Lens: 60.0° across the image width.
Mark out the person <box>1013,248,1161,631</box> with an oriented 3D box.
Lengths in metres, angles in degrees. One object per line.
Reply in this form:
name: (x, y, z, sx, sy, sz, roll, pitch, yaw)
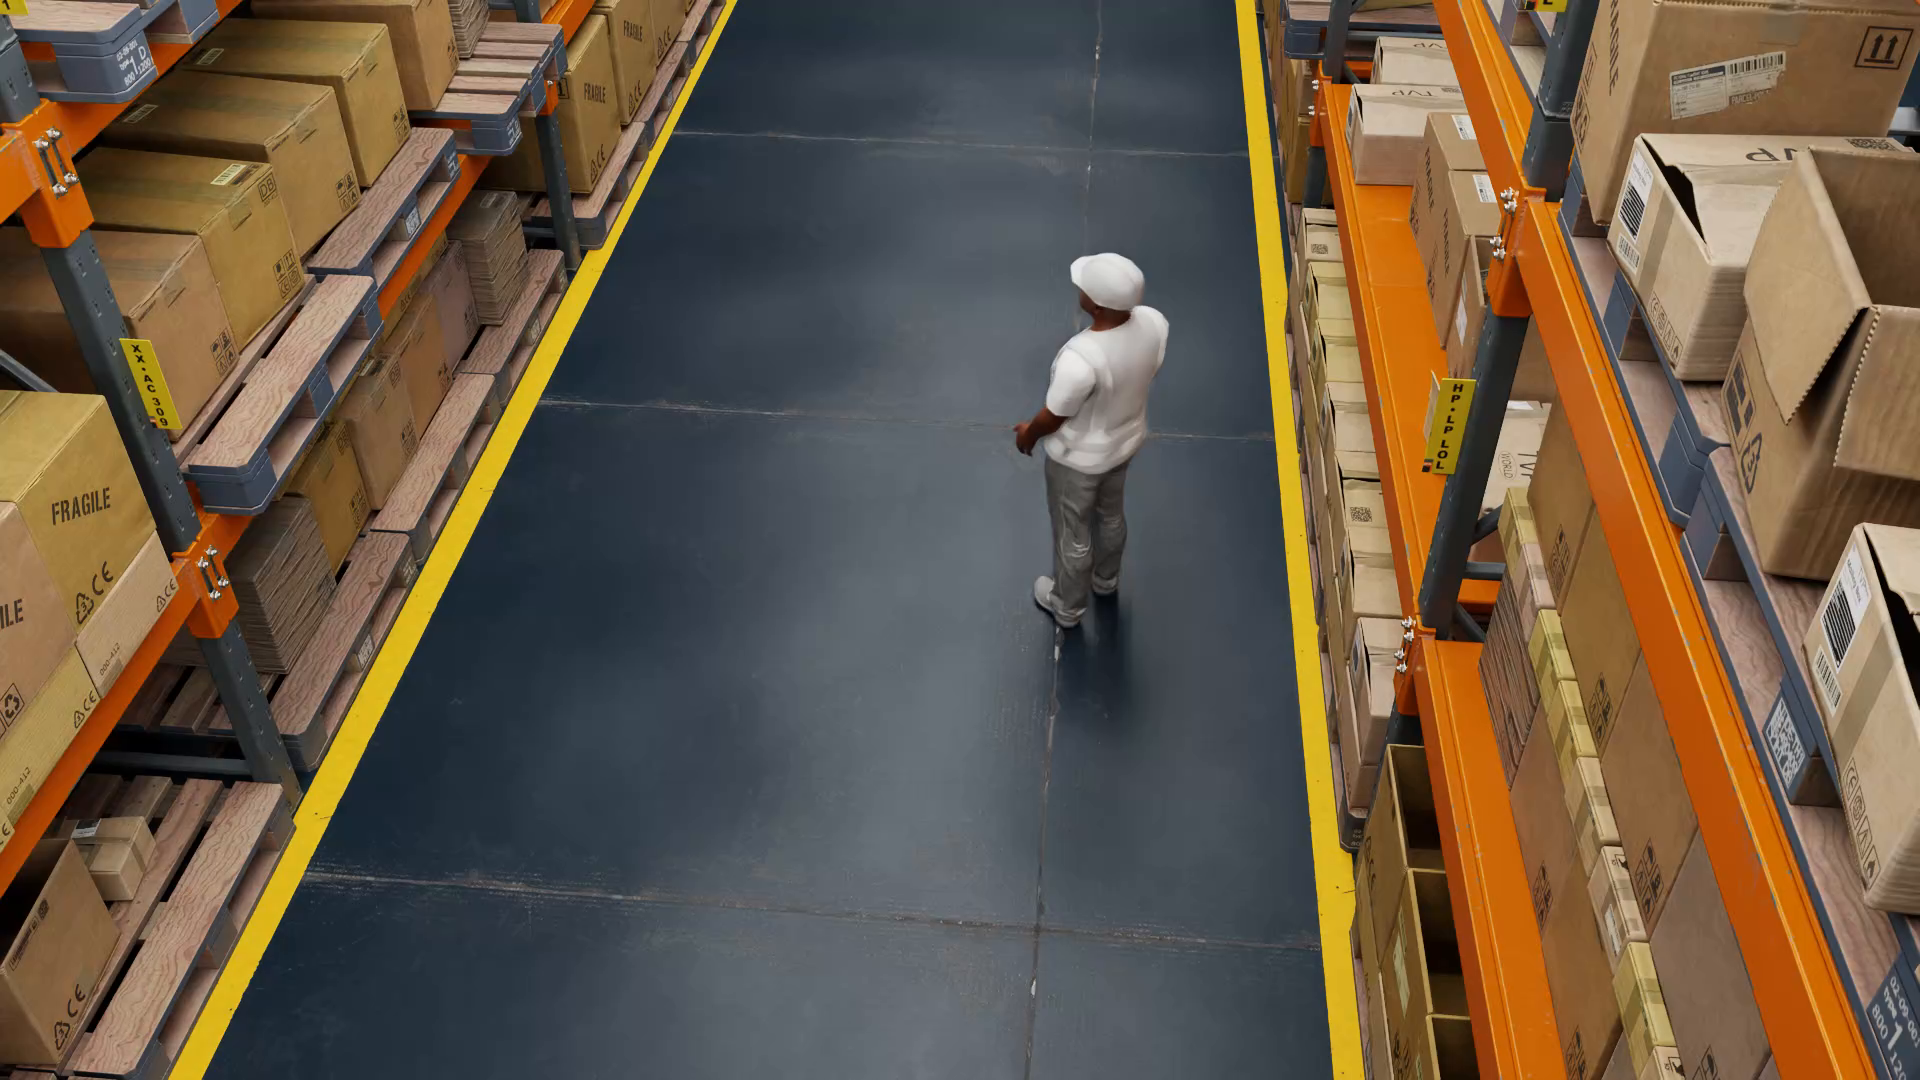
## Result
person: (0.493, -0.411, 6.605, 0.468, 1.772, 0.599, 21, 44, 23)
